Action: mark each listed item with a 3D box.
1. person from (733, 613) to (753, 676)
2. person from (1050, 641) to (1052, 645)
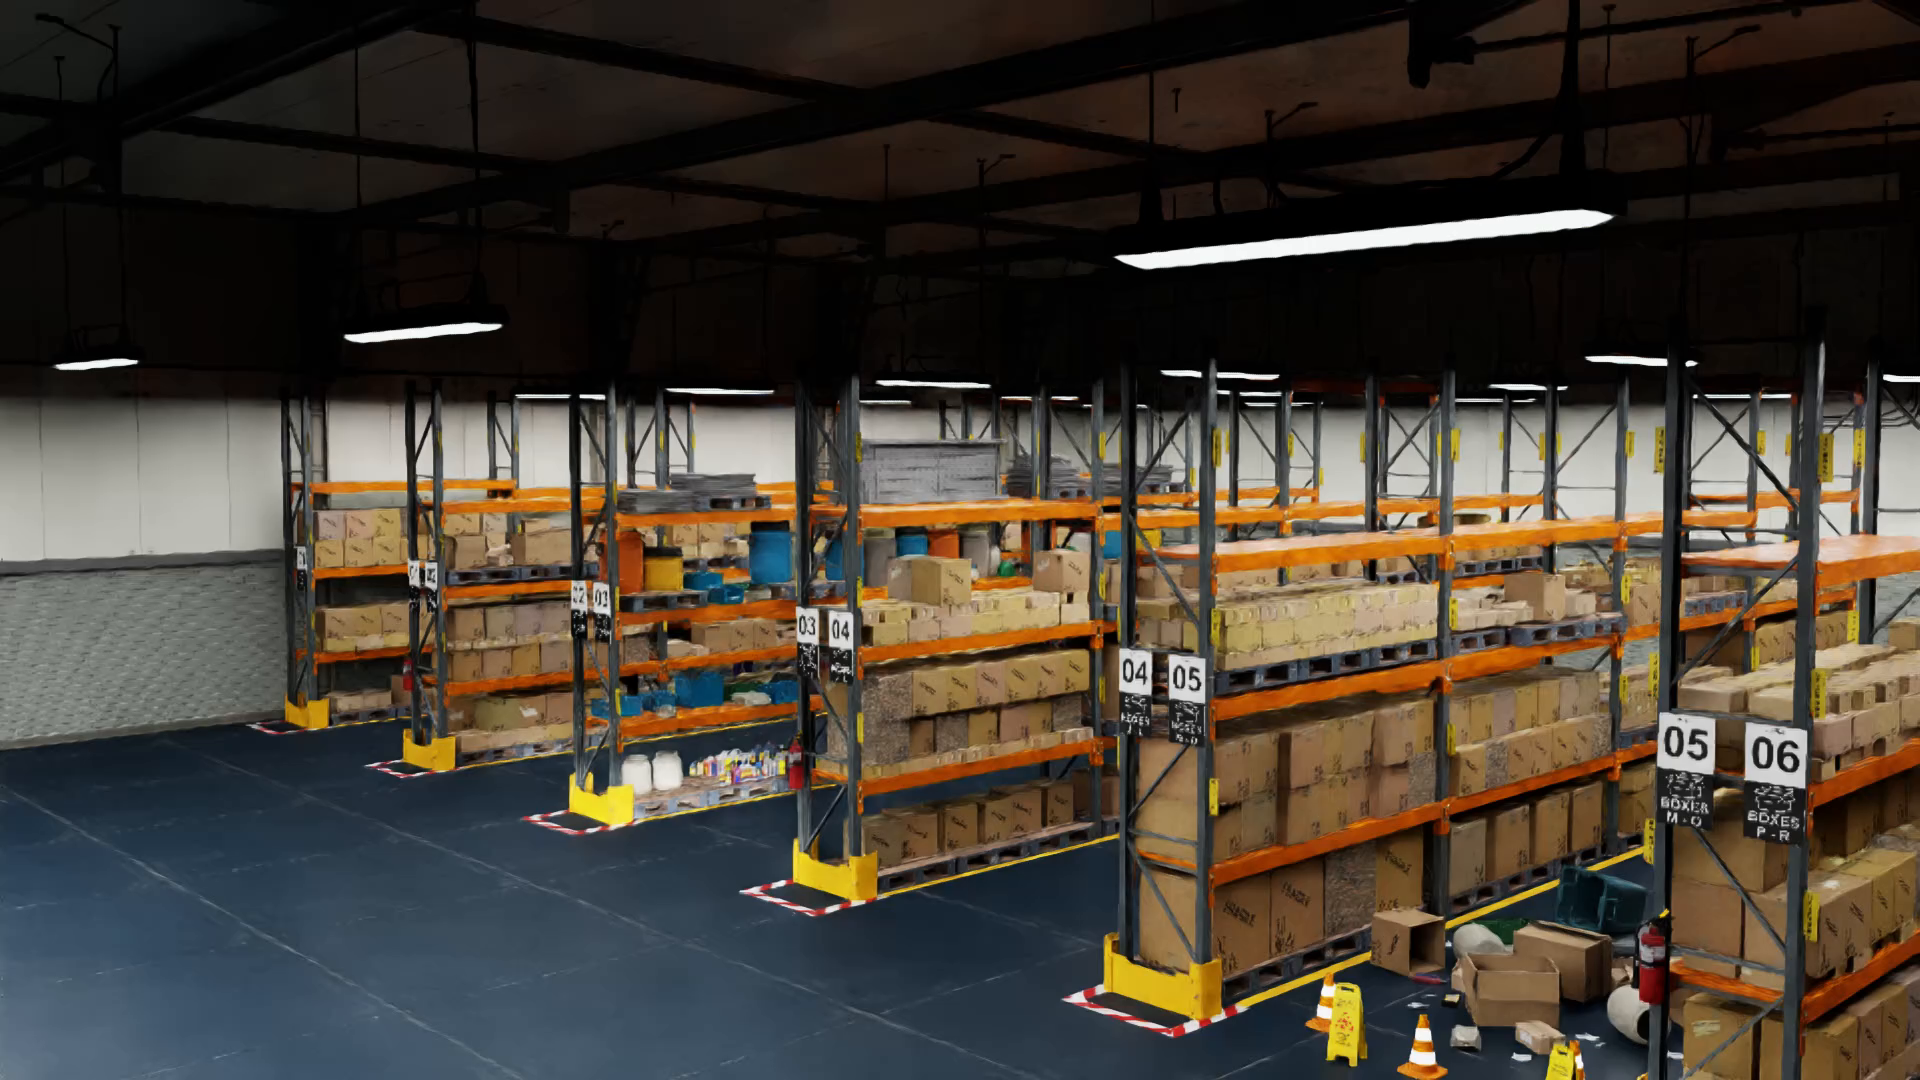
[{"bbox_3d":[-4.418,2.152,34.087,0.445,1.657,0.561,2,4,24],"label":"person"},{"bbox_3d":[1.463,2.328,31.019,1.121,1.691,0.576,-3,5,-41],"label":"person"}]
